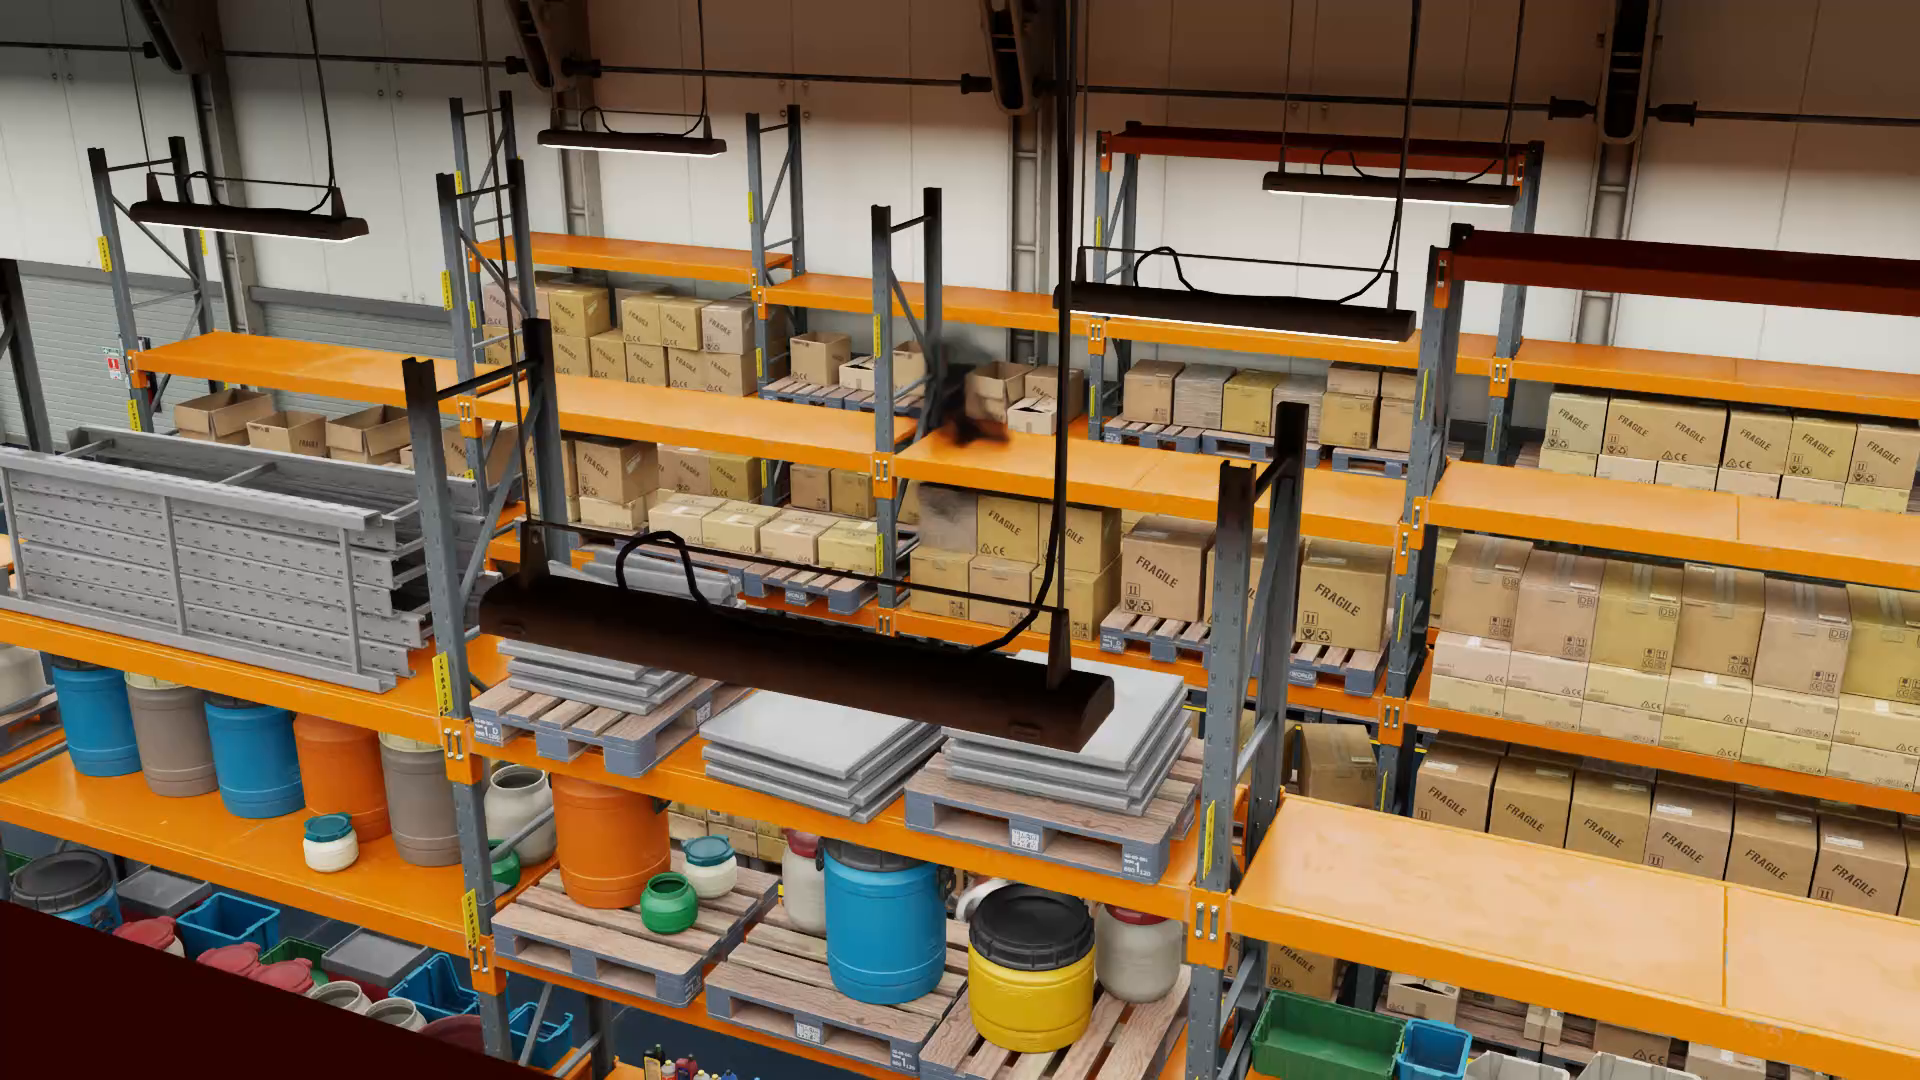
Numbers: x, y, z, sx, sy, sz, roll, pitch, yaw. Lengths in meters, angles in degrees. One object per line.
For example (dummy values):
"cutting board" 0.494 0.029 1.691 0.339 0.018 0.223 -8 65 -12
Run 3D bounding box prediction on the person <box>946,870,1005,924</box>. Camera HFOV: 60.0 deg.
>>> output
"person" 0.122 2.900 11.590 0.924 1.816 0.662 5 21 14
